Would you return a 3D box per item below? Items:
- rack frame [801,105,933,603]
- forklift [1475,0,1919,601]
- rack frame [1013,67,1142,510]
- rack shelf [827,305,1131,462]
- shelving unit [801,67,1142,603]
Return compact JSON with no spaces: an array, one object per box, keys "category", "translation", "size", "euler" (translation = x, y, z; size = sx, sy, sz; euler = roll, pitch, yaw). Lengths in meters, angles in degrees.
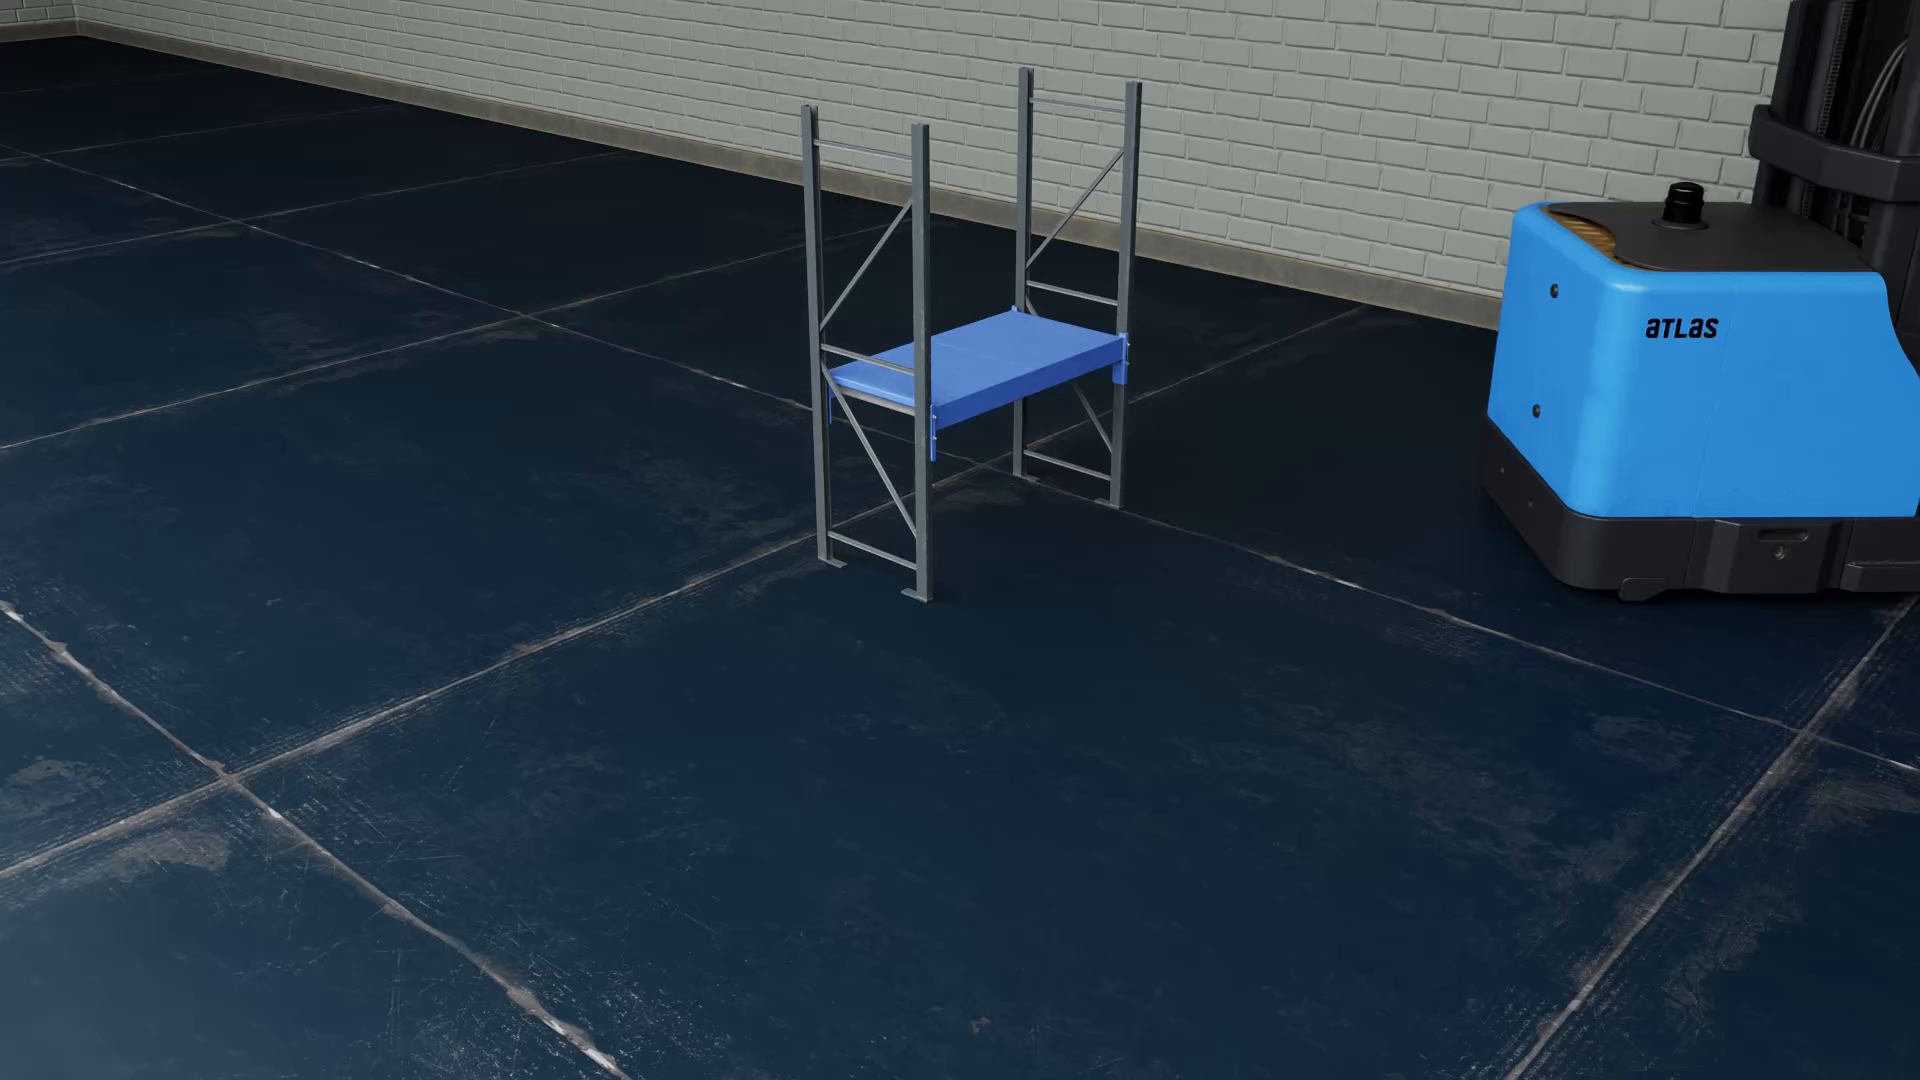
[{"category":"rack frame","translation":[-0.282,-0.555,5.156],"size":[0.500,1.500,0.032],"euler":[20,31,38]},{"category":"forklift","translation":[3.405,-1.335,5.146],"size":[3.031,2.935,1.130],"euler":[0,24,0]},{"category":"rack frame","translation":[0.396,-0.865,5.847],"size":[0.500,1.500,0.032],"euler":[20,31,38]},{"category":"rack shelf","translation":[0.057,-0.546,5.575],"size":[0.538,0.185,1.000],"euler":[20,31,38]},{"category":"shelving unit","translation":[0.057,-0.710,5.501],"size":[0.538,1.500,1.048],"euler":[20,31,38]}]
